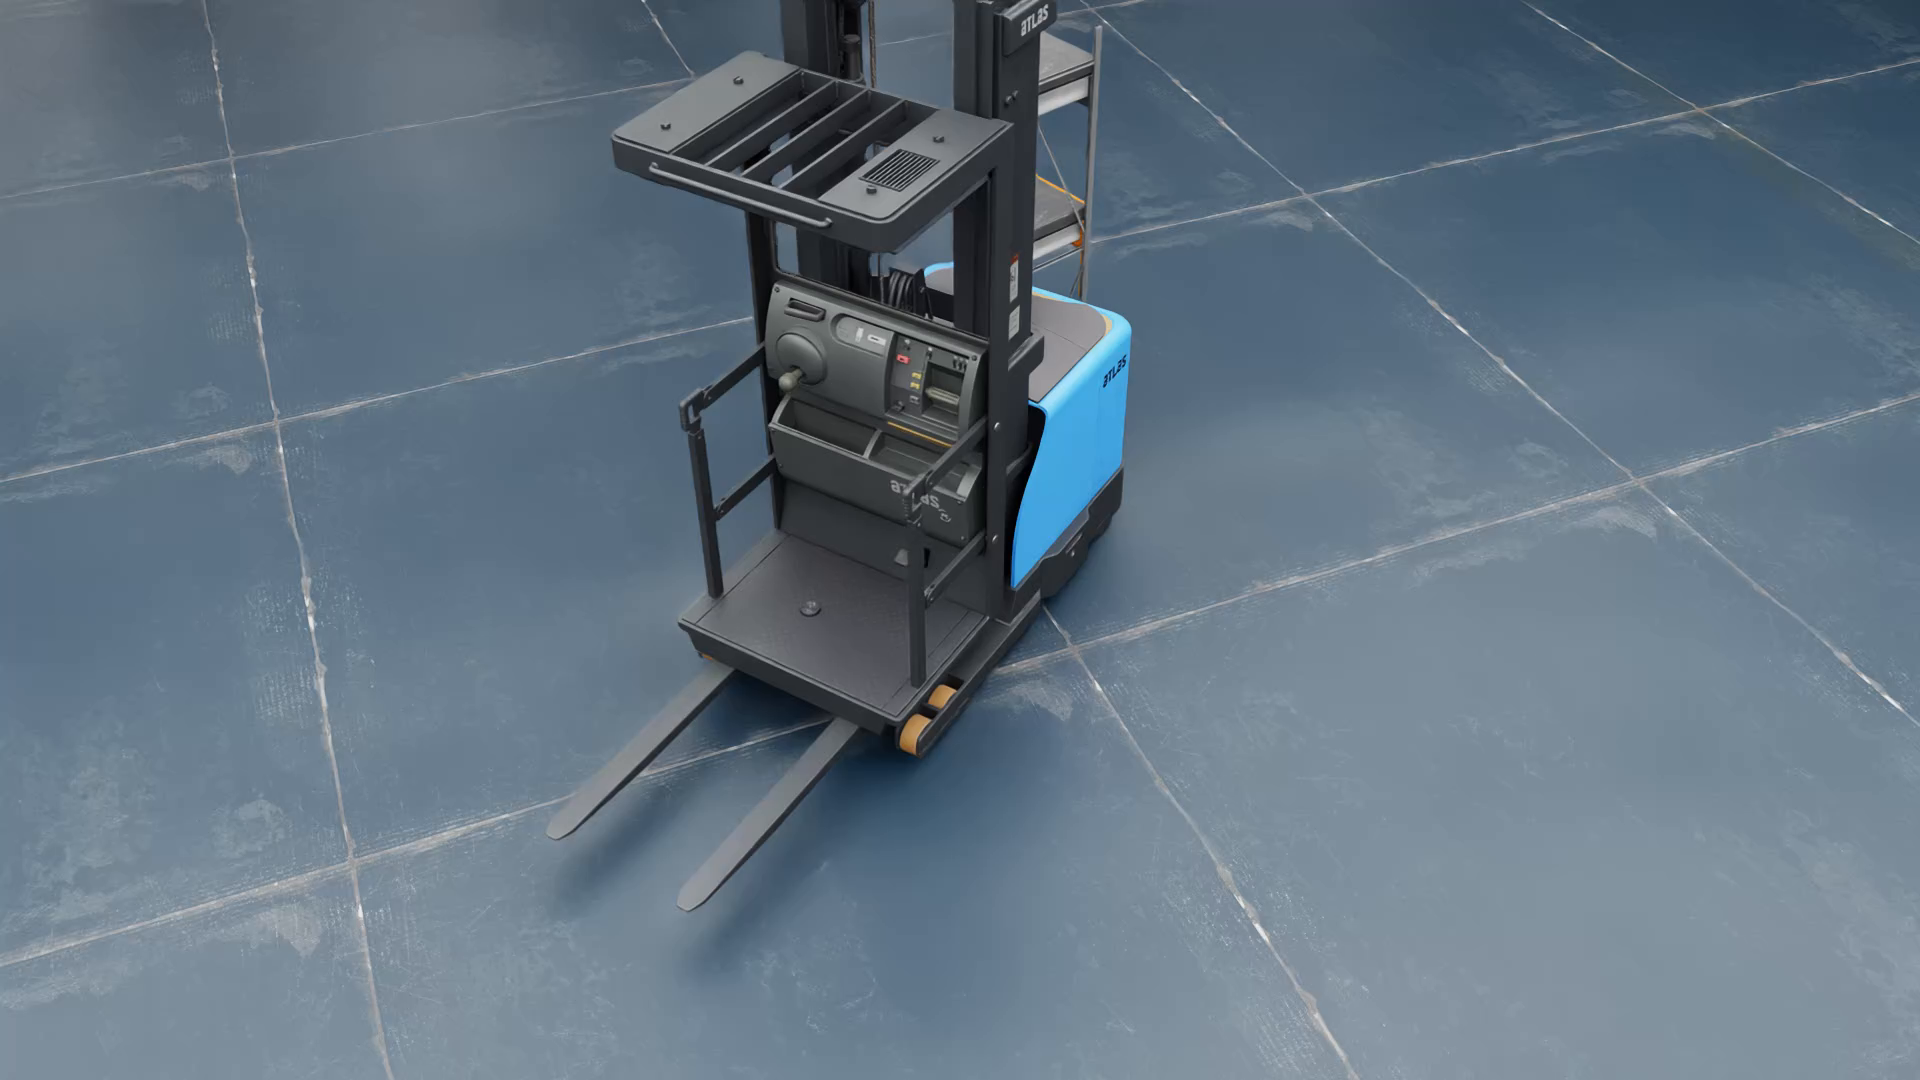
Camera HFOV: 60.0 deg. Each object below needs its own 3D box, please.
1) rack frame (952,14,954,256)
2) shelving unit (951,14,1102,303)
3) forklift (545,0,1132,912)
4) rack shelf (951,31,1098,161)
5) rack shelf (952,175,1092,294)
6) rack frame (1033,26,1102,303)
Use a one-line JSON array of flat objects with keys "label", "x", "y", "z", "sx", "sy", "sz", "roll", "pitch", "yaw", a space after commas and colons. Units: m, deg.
[{"label": "rack frame", "x": 0.122, "y": -1.509, "z": 7.813, "sx": 0.400, "sy": 2.100, "sz": 0.015, "roll": -29, "pitch": 48, "yaw": -29}, {"label": "shelving unit", "x": 0.279, "y": -1.387, "z": 7.671, "sx": 0.431, "sy": 2.100, "sz": 0.503, "roll": -29, "pitch": 48, "yaw": -29}, {"label": "forklift", "x": -0.445, "y": -0.597, "z": 6.115, "sx": 1.130, "sy": 2.935, "sz": 3.031, "roll": 22, "pitch": 45, "yaw": 23}, {"label": "rack shelf", "x": 0.279, "y": -1.908, "z": 7.224, "sx": 0.431, "sy": 0.518, "sz": 0.480, "roll": -29, "pitch": 48, "yaw": -29}, {"label": "rack shelf", "x": 0.279, "y": -1.377, "z": 7.680, "sx": 0.431, "sy": 0.518, "sz": 0.480, "roll": -29, "pitch": 48, "yaw": -29}, {"label": "rack frame", "x": 0.437, "y": -1.266, "z": 7.530, "sx": 0.400, "sy": 2.100, "sz": 0.015, "roll": -29, "pitch": 48, "yaw": -29}]
